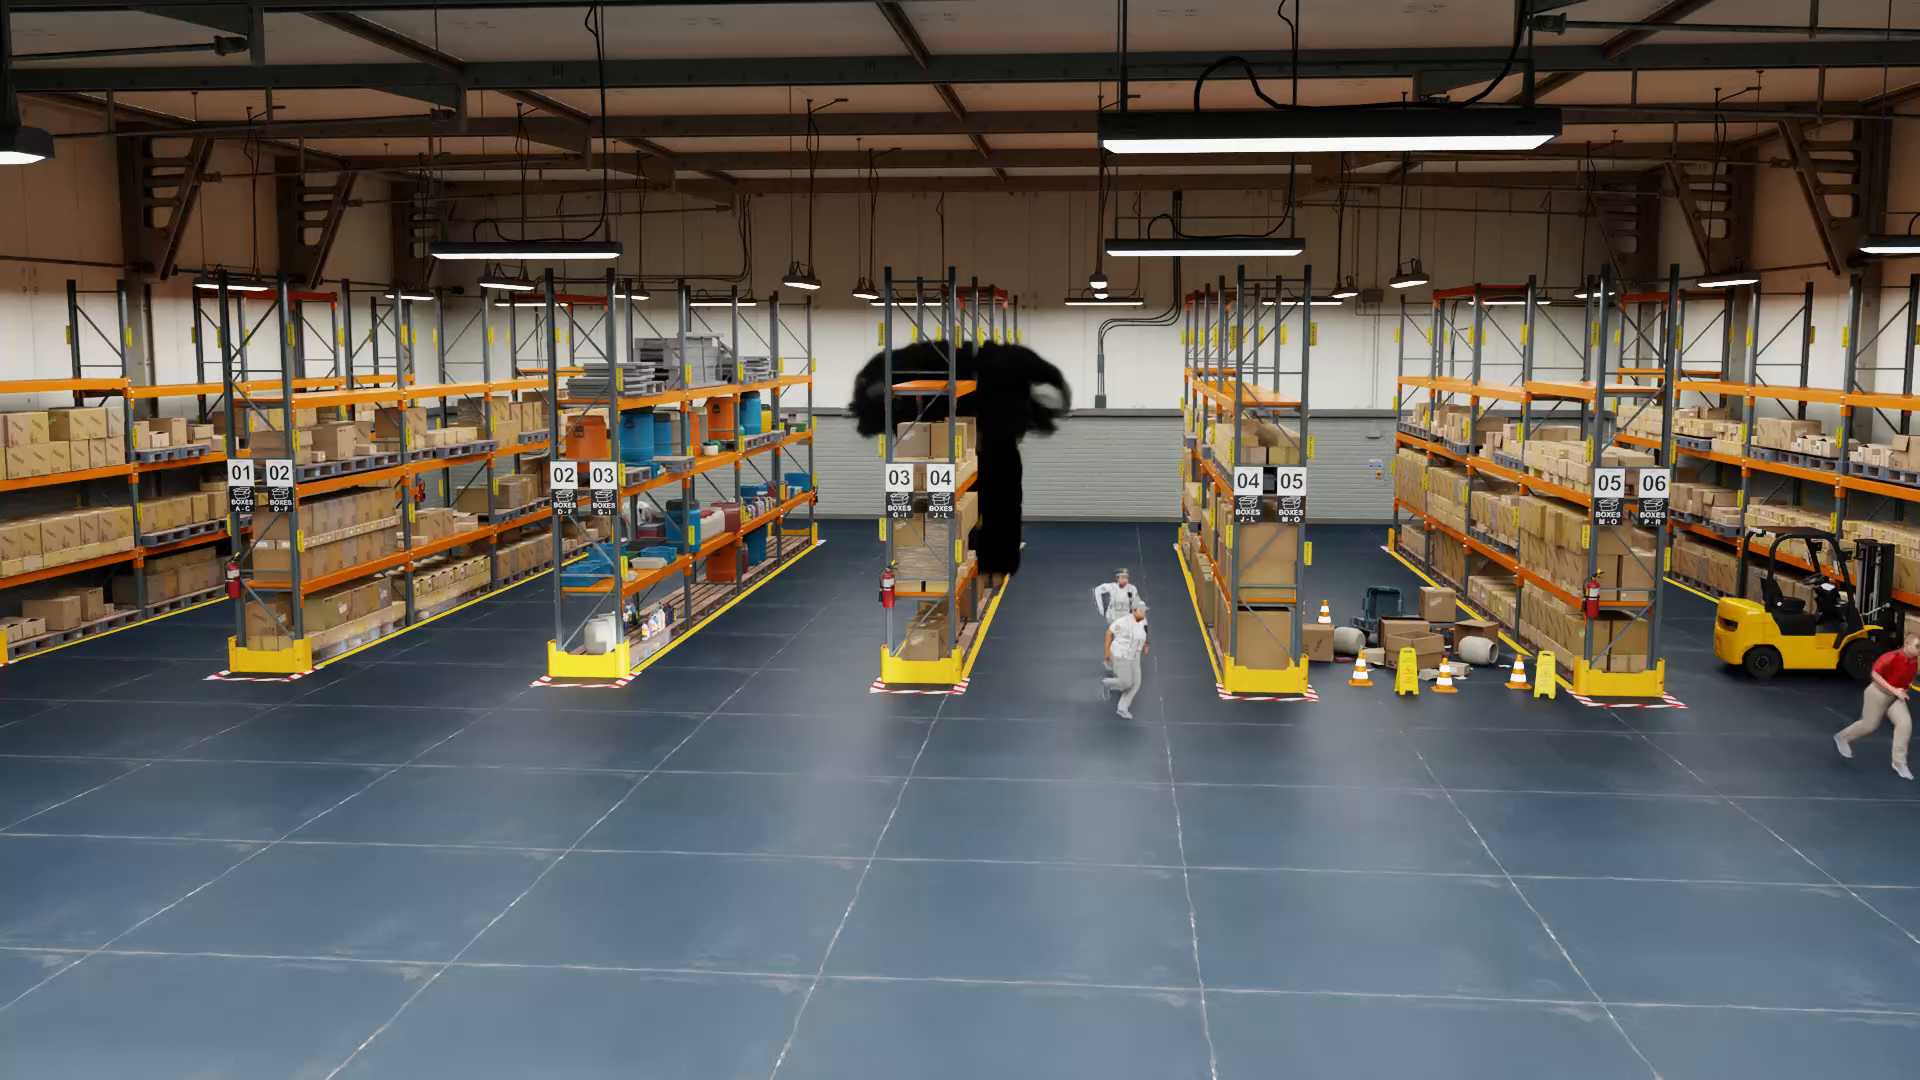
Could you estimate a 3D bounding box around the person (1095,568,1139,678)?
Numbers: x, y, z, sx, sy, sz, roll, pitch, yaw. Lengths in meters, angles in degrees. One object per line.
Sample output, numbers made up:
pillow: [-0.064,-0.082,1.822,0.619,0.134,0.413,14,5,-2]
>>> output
person: [2.331,1.200,24.607,0.602,1.650,0.870,-2,7,-18]

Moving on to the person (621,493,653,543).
person: [-7.080,-0.236,36.353,0.654,1.701,0.729,1,7,5]

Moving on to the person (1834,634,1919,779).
person: [10.703,1.870,19.363,0.702,1.693,1.020,-3,8,-26]

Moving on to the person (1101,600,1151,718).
person: [2.211,1.567,22.060,0.599,1.604,0.769,-6,9,-43]
